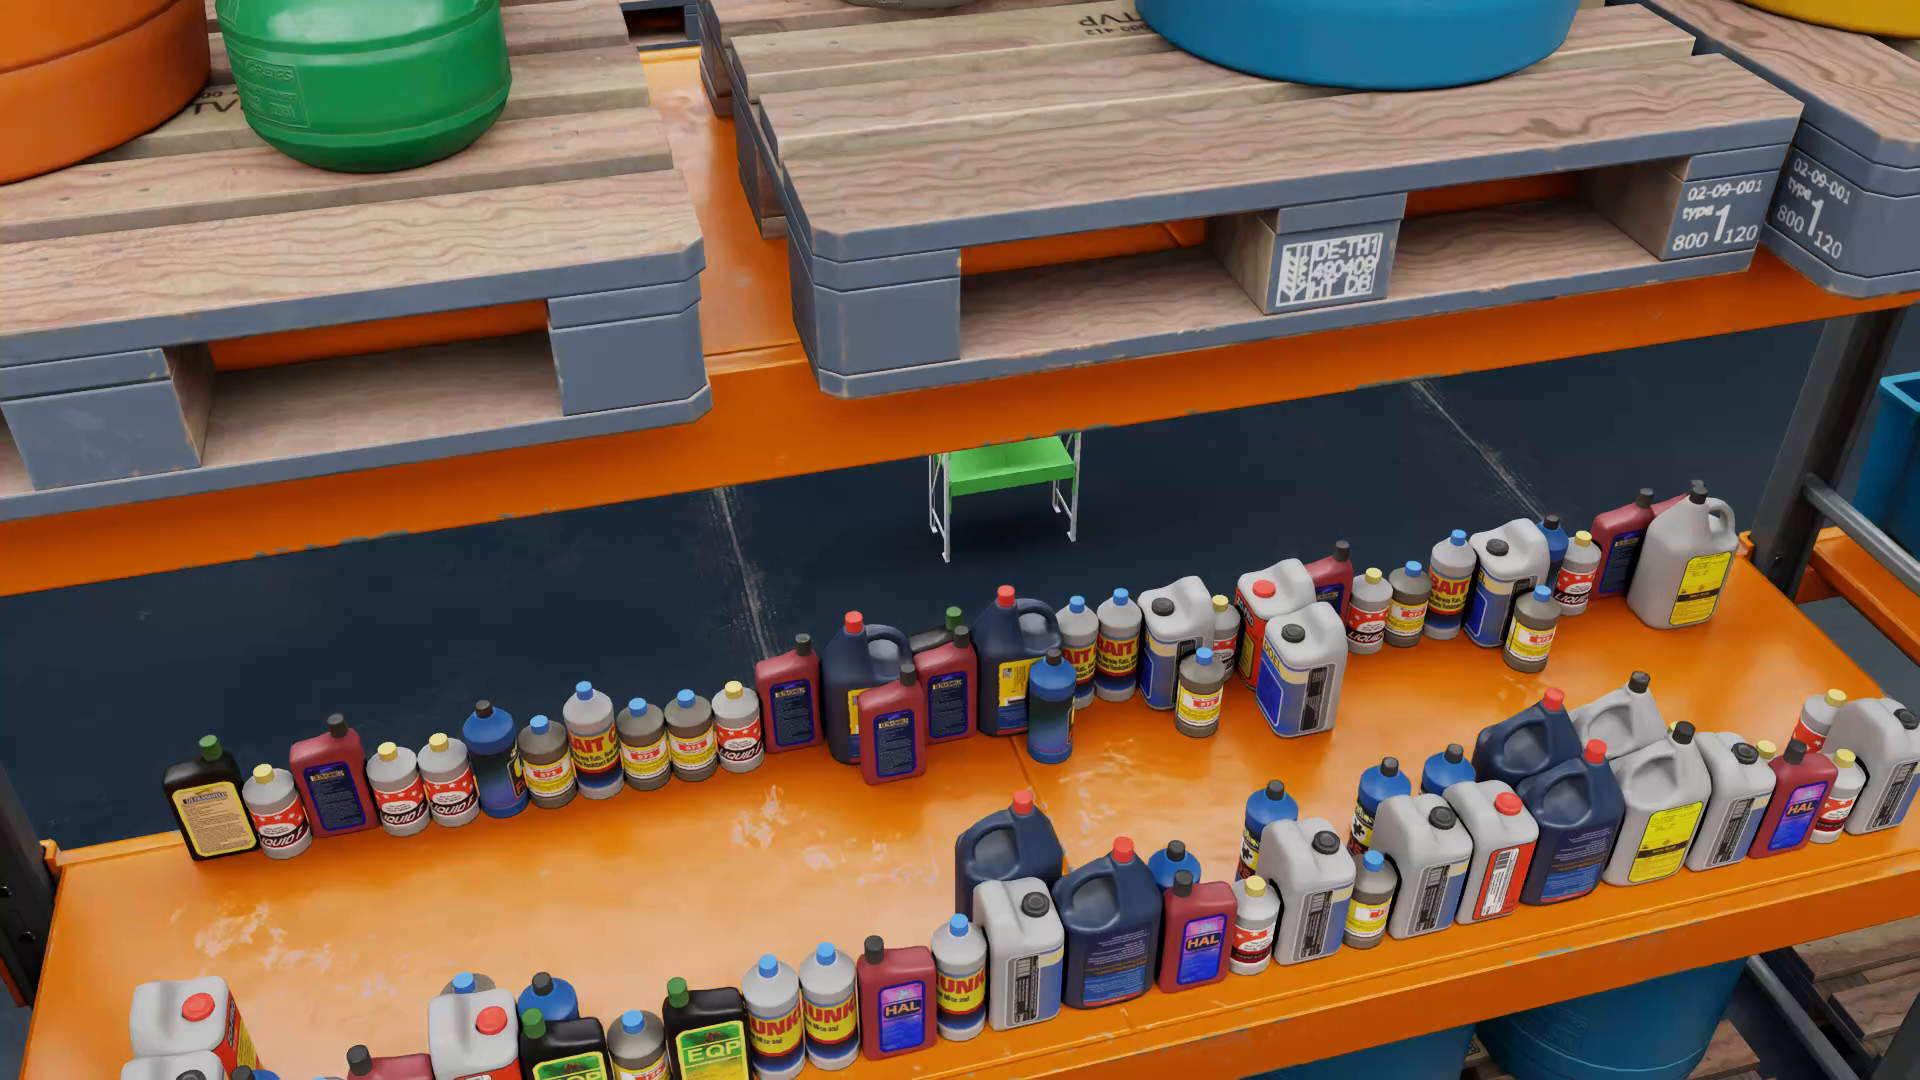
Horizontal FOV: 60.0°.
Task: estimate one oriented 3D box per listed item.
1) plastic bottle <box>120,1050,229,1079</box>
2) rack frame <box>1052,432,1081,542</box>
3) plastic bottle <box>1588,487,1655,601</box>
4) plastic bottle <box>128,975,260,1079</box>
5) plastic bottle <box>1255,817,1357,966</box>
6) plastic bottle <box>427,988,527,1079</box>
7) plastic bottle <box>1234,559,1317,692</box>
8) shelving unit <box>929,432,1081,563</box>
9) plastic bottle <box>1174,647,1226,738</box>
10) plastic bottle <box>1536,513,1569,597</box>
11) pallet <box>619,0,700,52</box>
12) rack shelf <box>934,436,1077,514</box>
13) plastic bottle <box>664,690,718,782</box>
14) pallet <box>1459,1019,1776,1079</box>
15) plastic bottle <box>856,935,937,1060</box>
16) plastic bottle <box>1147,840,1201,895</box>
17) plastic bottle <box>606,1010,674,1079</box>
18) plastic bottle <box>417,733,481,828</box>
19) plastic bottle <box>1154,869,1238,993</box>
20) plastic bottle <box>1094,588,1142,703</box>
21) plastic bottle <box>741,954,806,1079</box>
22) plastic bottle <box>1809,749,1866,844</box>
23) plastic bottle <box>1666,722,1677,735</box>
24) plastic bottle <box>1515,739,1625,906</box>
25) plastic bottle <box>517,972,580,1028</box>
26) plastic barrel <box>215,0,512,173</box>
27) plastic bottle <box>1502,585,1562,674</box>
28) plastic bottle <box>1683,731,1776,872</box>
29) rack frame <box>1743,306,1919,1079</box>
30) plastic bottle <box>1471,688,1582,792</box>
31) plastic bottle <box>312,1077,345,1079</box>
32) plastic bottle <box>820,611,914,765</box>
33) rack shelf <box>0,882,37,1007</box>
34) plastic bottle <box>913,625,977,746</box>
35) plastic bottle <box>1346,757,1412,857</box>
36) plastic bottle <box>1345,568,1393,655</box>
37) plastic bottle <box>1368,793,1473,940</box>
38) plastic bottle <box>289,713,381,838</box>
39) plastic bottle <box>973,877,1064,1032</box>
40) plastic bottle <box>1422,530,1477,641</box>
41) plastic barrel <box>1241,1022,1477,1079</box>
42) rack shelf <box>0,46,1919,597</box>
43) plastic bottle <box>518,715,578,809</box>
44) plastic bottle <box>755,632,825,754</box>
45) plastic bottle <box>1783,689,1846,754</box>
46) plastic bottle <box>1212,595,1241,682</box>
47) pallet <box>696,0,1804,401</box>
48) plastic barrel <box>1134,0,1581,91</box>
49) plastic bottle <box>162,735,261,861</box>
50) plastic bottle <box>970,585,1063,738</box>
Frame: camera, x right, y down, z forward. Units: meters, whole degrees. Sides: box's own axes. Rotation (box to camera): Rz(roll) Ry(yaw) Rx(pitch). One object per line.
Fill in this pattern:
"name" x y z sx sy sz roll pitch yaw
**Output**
"plastic bottle" -1.236 0.937 2.659 0.135 0.276 0.152 -9 38 -12
"rack frame" 0.395 -0.541 5.970 0.015 1.200 0.240 -9 38 -12
"plastic bottle" 1.530 0.008 3.867 0.133 0.283 0.061 -9 38 -12
"plastic bottle" -1.275 0.847 2.776 0.135 0.276 0.152 -9 38 -12
"plastic bottle" 0.634 0.630 3.060 0.135 0.276 0.152 -9 38 -12
"plastic bottle" -0.789 0.863 2.755 0.135 0.276 0.152 -9 38 -12
"plastic bottle" 0.684 0.178 3.650 0.135 0.276 0.152 -9 38 -12
"shelving unit" 0.160 -0.503 5.920 0.503 1.200 0.258 -9 38 -12
"plastic bottle" 0.510 0.315 3.533 0.097 0.201 0.097 0 37 0
"plastic bottle" 1.329 0.057 3.813 0.097 0.271 0.097 0 37 0
"pallet" -1.149 -2.374 7.043 1.213 0.211 1.003 -9 38 -12
"rack shelf" 0.160 -0.261 6.104 0.480 0.148 0.258 -9 38 -12
"plastic bottle" -0.556 0.394 3.429 0.097 0.201 0.097 0 37 0
"pallet" 1.368 1.338 4.327 1.213 0.211 1.003 -9 38 -12
"plastic bottle" -0.108 0.777 2.861 0.133 0.283 0.061 -9 38 -12
"plastic bottle" 0.385 0.651 3.036 0.097 0.271 0.097 0 37 0
"plastic bottle" -0.541 0.869 2.808 0.097 0.201 0.097 0 37 0
"plastic bottle" -1.026 0.471 3.329 0.097 0.201 0.097 0 37 0
"plastic bottle" 0.423 0.690 2.975 0.133 0.283 0.061 -9 38 -12
"plastic bottle" 0.341 0.219 3.600 0.097 0.271 0.097 0 37 0
"plastic bottle" -0.318 0.805 2.835 0.097 0.271 0.097 0 37 0
"plastic bottle" 1.723 0.498 3.294 0.097 0.201 0.097 0 37 0
"plastic bottle" 1.425 0.451 3.355 0.097 0.201 0.097 0 37 0
"plastic bottle" 1.143 0.519 3.143 0.185 0.351 0.144 -9 38 -12
"plastic bottle" -0.686 0.827 2.806 0.097 0.271 0.097 0 37 0
"plastic barrel" -0.655 -0.563 1.831 0.294 0.245 0.294 0 37 0
"plastic bottle" 1.275 0.189 3.697 0.097 0.201 0.097 0 37 0
"plastic bottle" 1.475 0.492 3.240 0.135 0.276 0.152 -9 38 -12
"rack frame" 2.124 0.133 3.608 0.127 3.000 1.000 -9 38 -12
"plastic bottle" 1.106 0.434 3.254 0.185 0.351 0.144 -9 38 -12
"plastic bottle" -1.023 0.948 2.705 0.097 0.201 0.097 0 37 0
"plastic bottle" -0.191 0.290 3.443 0.185 0.351 0.144 -9 38 -12
"rack shelf" -3.669 1.369 2.584 4.000 0.370 1.077 -9 38 -12
"plastic bottle" -0.032 0.302 3.482 0.133 0.283 0.061 -9 38 -12
"plastic bottle" 0.808 0.525 3.201 0.097 0.271 0.097 0 37 0
"plastic bottle" 0.917 0.152 3.745 0.097 0.201 0.097 0 37 0
"plastic bottle" 0.858 0.593 3.108 0.135 0.276 0.152 -9 38 -12
"plastic bottle" -1.236 0.462 3.274 0.133 0.283 0.061 -9 38 -12
"plastic bottle" 0.103 0.717 2.946 0.135 0.276 0.152 -9 38 -12
"plastic bottle" 1.105 0.094 3.764 0.097 0.271 0.097 0 37 0
"plastic barrel" 0.911 0.988 3.872 0.708 0.901 0.600 -9 38 -12
"rack shelf" 0.193 -0.456 2.501 4.000 0.370 1.077 -9 38 -12
"plastic bottle" -0.838 0.440 3.369 0.097 0.201 0.097 0 37 0
"plastic bottle" -0.355 0.317 3.463 0.133 0.283 0.061 -9 38 -12
"plastic bottle" 1.777 0.393 3.431 0.097 0.201 0.097 0 37 0
"plastic bottle" 0.565 0.210 3.670 0.097 0.201 0.097 0 37 0
"pallet" 0.298 -0.621 2.280 1.213 0.211 1.003 -9 38 -12
"plastic barrel" 0.516 -1.065 1.946 0.708 0.901 0.600 -9 38 -12
"plastic bottle" -1.458 0.498 3.226 0.133 0.283 0.061 -9 38 -12
"plastic bottle" 0.117 0.239 3.509 0.185 0.351 0.144 -9 38 -12
